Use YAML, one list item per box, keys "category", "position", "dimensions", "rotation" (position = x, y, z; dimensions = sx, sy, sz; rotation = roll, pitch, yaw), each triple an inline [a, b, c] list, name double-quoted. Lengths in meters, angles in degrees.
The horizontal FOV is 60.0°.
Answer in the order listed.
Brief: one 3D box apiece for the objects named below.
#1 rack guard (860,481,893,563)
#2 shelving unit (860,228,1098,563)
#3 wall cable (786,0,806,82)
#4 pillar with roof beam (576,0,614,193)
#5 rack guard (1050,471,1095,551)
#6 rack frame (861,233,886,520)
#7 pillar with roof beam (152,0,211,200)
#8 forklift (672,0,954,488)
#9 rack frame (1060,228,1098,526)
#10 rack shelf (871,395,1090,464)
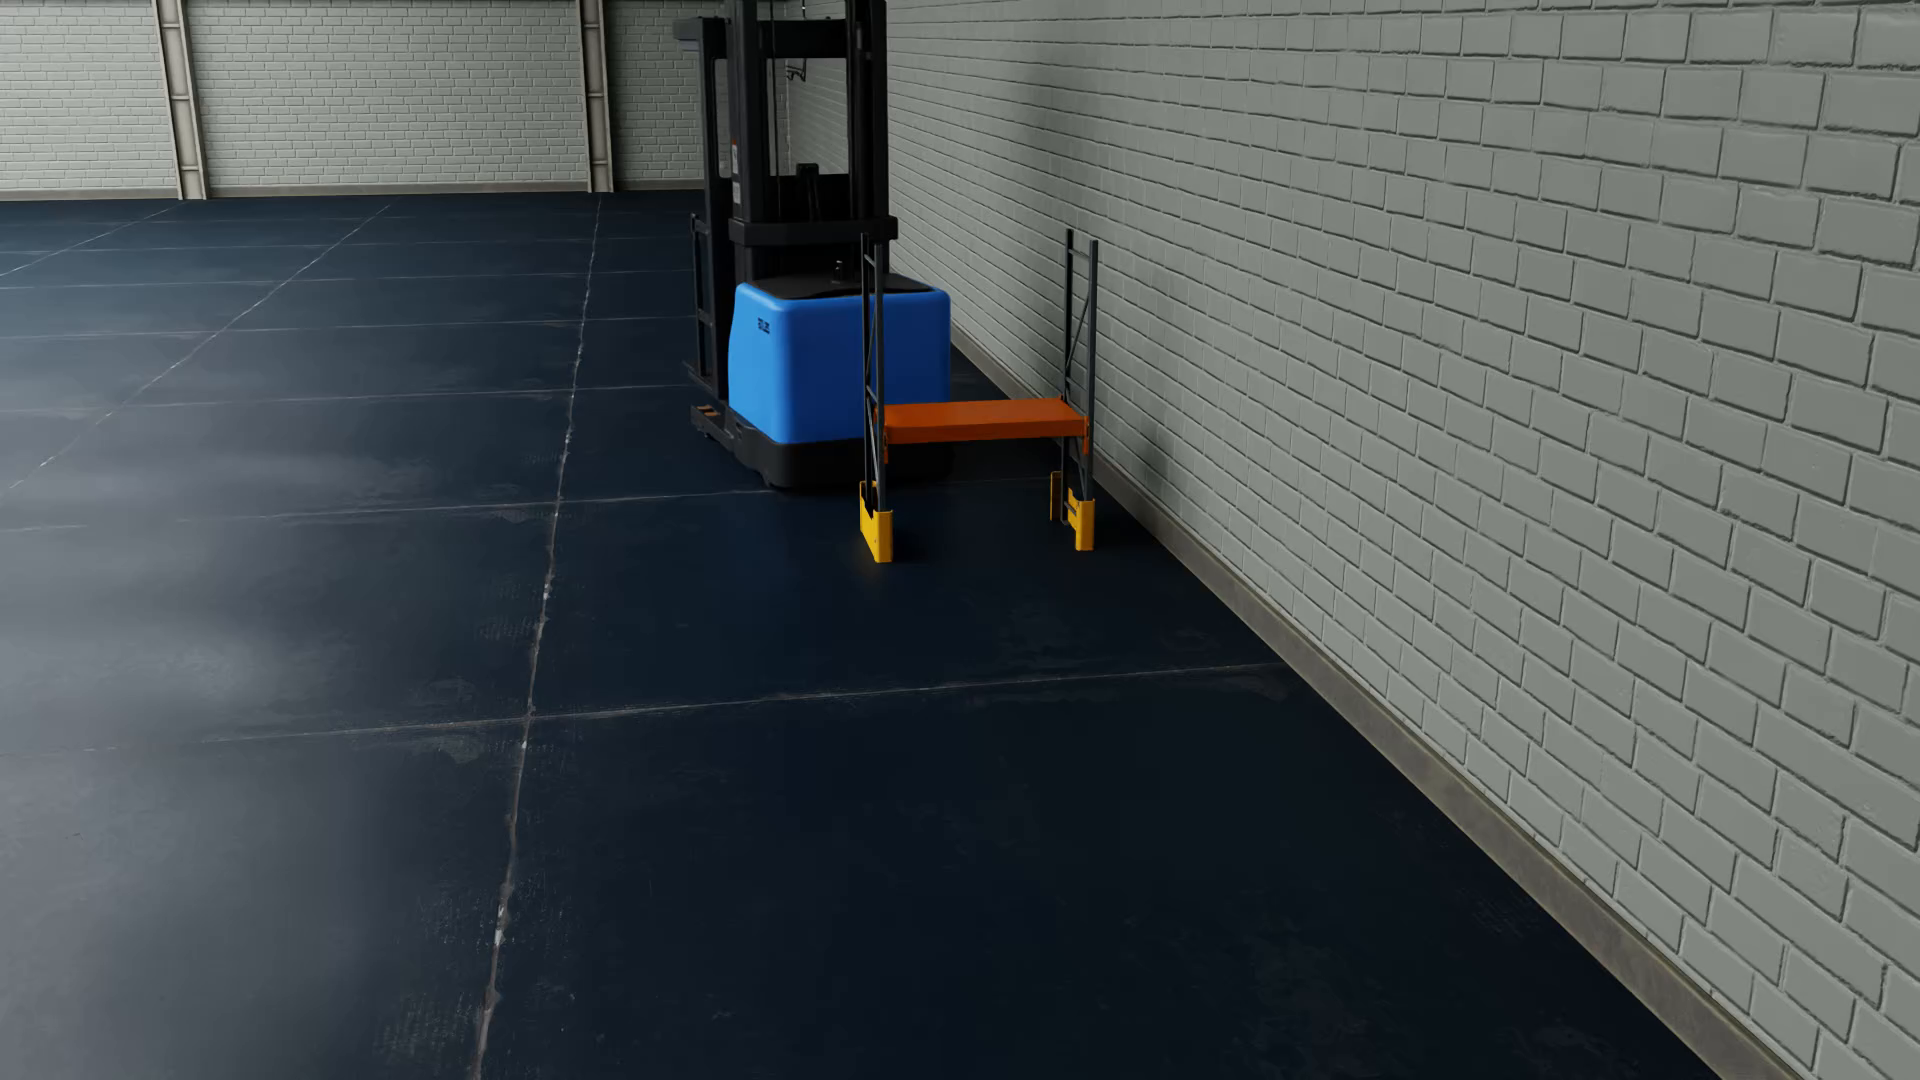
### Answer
- category: "rack guard"
  position: [-0.414, -0.096, 8.199]
  dimensions: [0.087, 0.250, 0.587]
  rotation: [-3, 17, -10]
- category: "shelving unit"
  position: [0.075, -0.721, 8.105]
  dimensions: [1.083, 1.500, 0.587]
  rotation: [-3, 17, -10]
- category: "wall cable"
  position: [-2.504, -8.086, 24.600]
  dimensions: [0.112, 2.526, 3.097]
  rotation: [-3, 17, -10]
- category: "pillar with roof beam"
  position: [-4.830, -8.546, 20.810]
  dimensions: [0.400, 9.000, 9.100]
  rotation: [-3, 17, -10]
- category: "rack guard"
  position: [0.564, -0.151, 8.379]
  dimensions: [0.087, 0.250, 0.587]
  rotation: [-3, 17, -10]
- category: "rack frame"
  position: [-0.415, -0.693, 8.015]
  dimensions: [0.032, 1.500, 0.500]
  rotation: [-3, 17, -10]
- category: "pillar with roof beam"
  position: [-10.721, -8.212, 19.722]
  dimensions: [0.400, 9.000, 9.100]
  rotation: [-3, 17, -10]
- category: "forklift"
  position: [-1.061, -2.075, 10.076]
  dimensions: [1.130, 2.935, 3.031]
  rotation: [-7, 18, -21]
- category: "rack frame"
  position: [0.583, -0.750, 8.199]
  dimensions: [0.032, 1.500, 0.500]
  rotation: [-3, 17, -10]
- category: "rack shelf"
  position: [0.084, -0.550, 8.160]
  dimensions: [1.000, 0.185, 0.538]
  rotation: [-3, 17, -10]
